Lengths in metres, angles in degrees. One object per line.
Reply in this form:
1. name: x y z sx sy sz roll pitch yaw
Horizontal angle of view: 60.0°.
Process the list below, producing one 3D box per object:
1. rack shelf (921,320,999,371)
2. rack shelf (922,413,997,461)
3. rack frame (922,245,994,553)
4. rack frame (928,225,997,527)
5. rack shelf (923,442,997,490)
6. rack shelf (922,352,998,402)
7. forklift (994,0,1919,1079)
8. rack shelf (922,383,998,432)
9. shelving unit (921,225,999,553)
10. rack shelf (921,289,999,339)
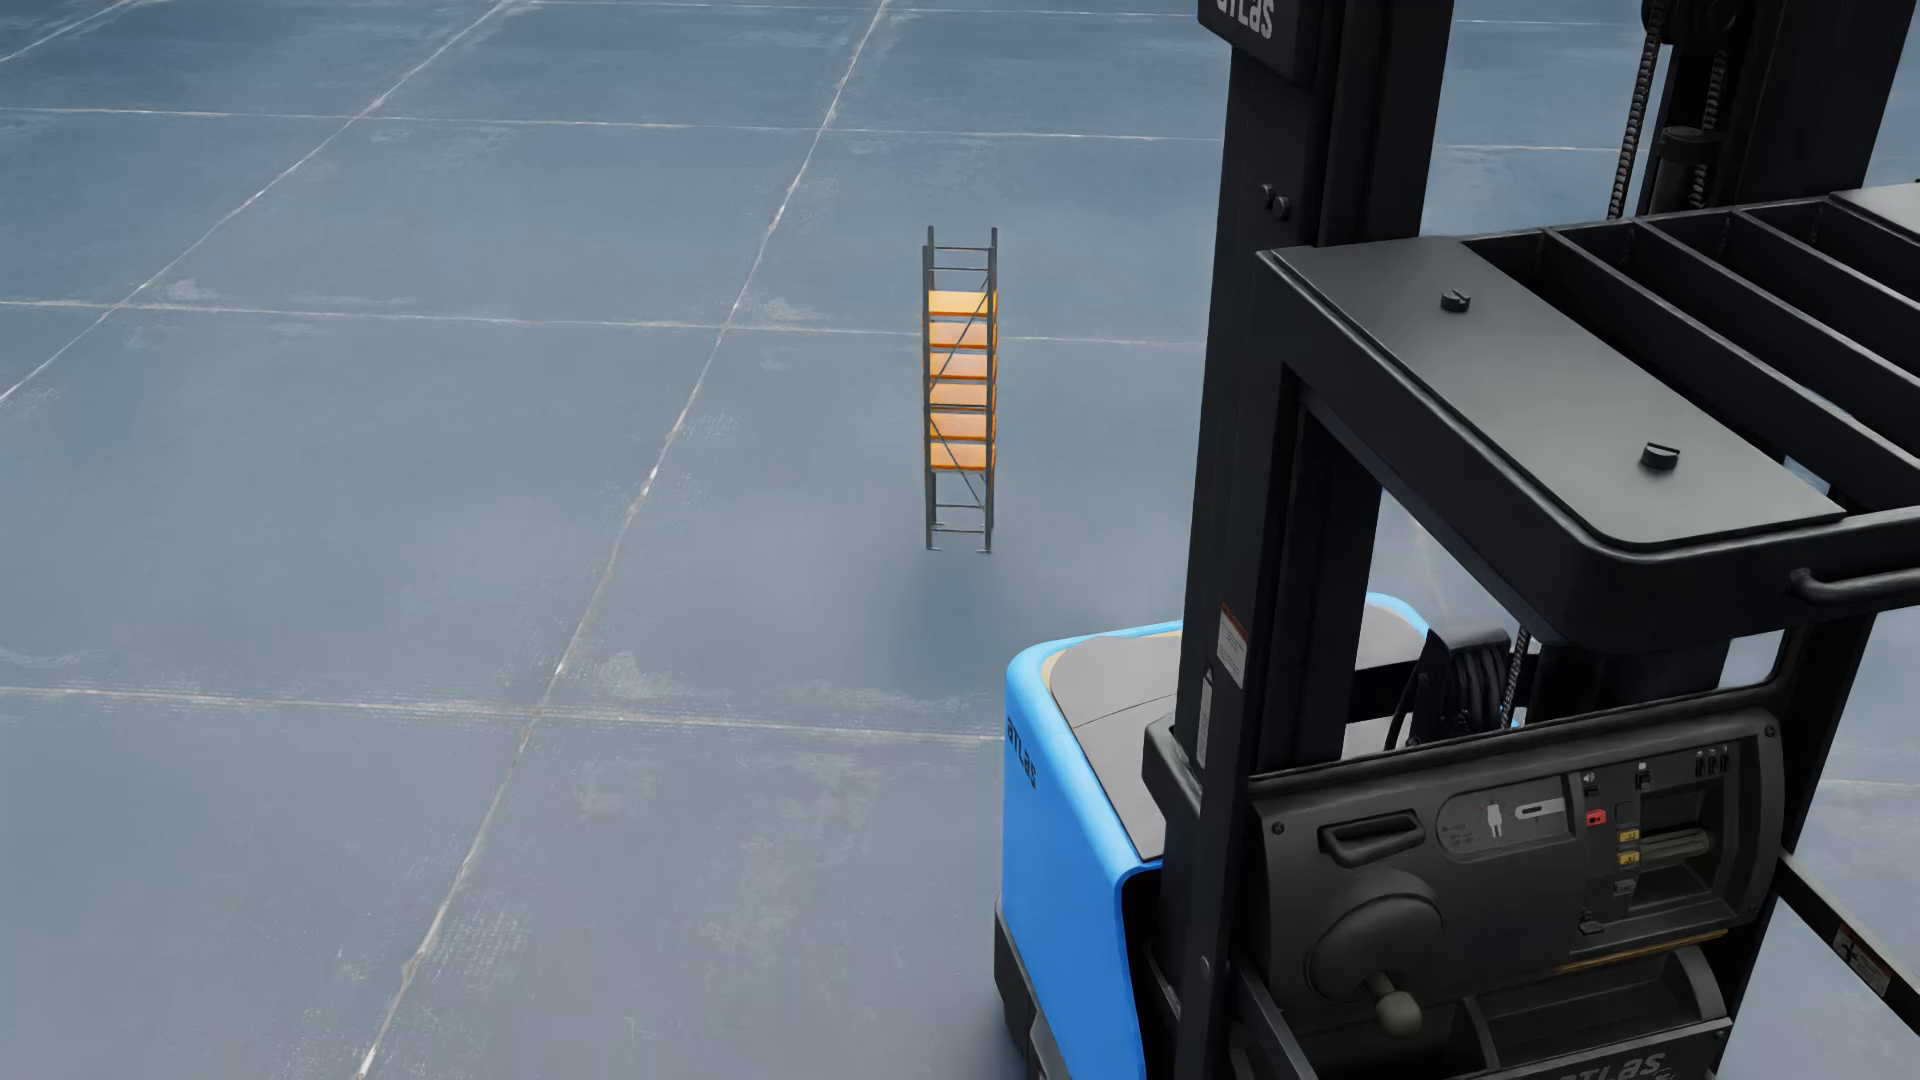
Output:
1. rack shelf: 0.001 -0.685 5.845 0.258 0.103 0.180 2 32 4
2. rack shelf: 0.001 -0.378 6.034 0.258 0.103 0.180 2 32 4
3. rack frame: -0.006 -0.471 5.870 0.240 1.200 0.006 2 32 4
4. rack frame: 0.009 -0.566 6.025 0.240 1.200 0.006 2 32 4
5. rack shelf: 0.001 -0.276 6.097 0.258 0.103 0.180 2 32 4
6. rack shelf: 0.001 -0.583 5.908 0.258 0.103 0.180 2 32 4
7. forklift: 0.976 0.587 2.504 1.130 2.935 3.031 -8 33 -13
8. rack shelf: 0.001 -0.481 5.971 0.258 0.103 0.180 2 32 4
9. shelving unit: 0.001 -0.518 5.947 0.258 1.200 0.189 2 32 4
10. rack shelf: 0.001 -0.787 5.782 0.258 0.103 0.180 2 32 4
